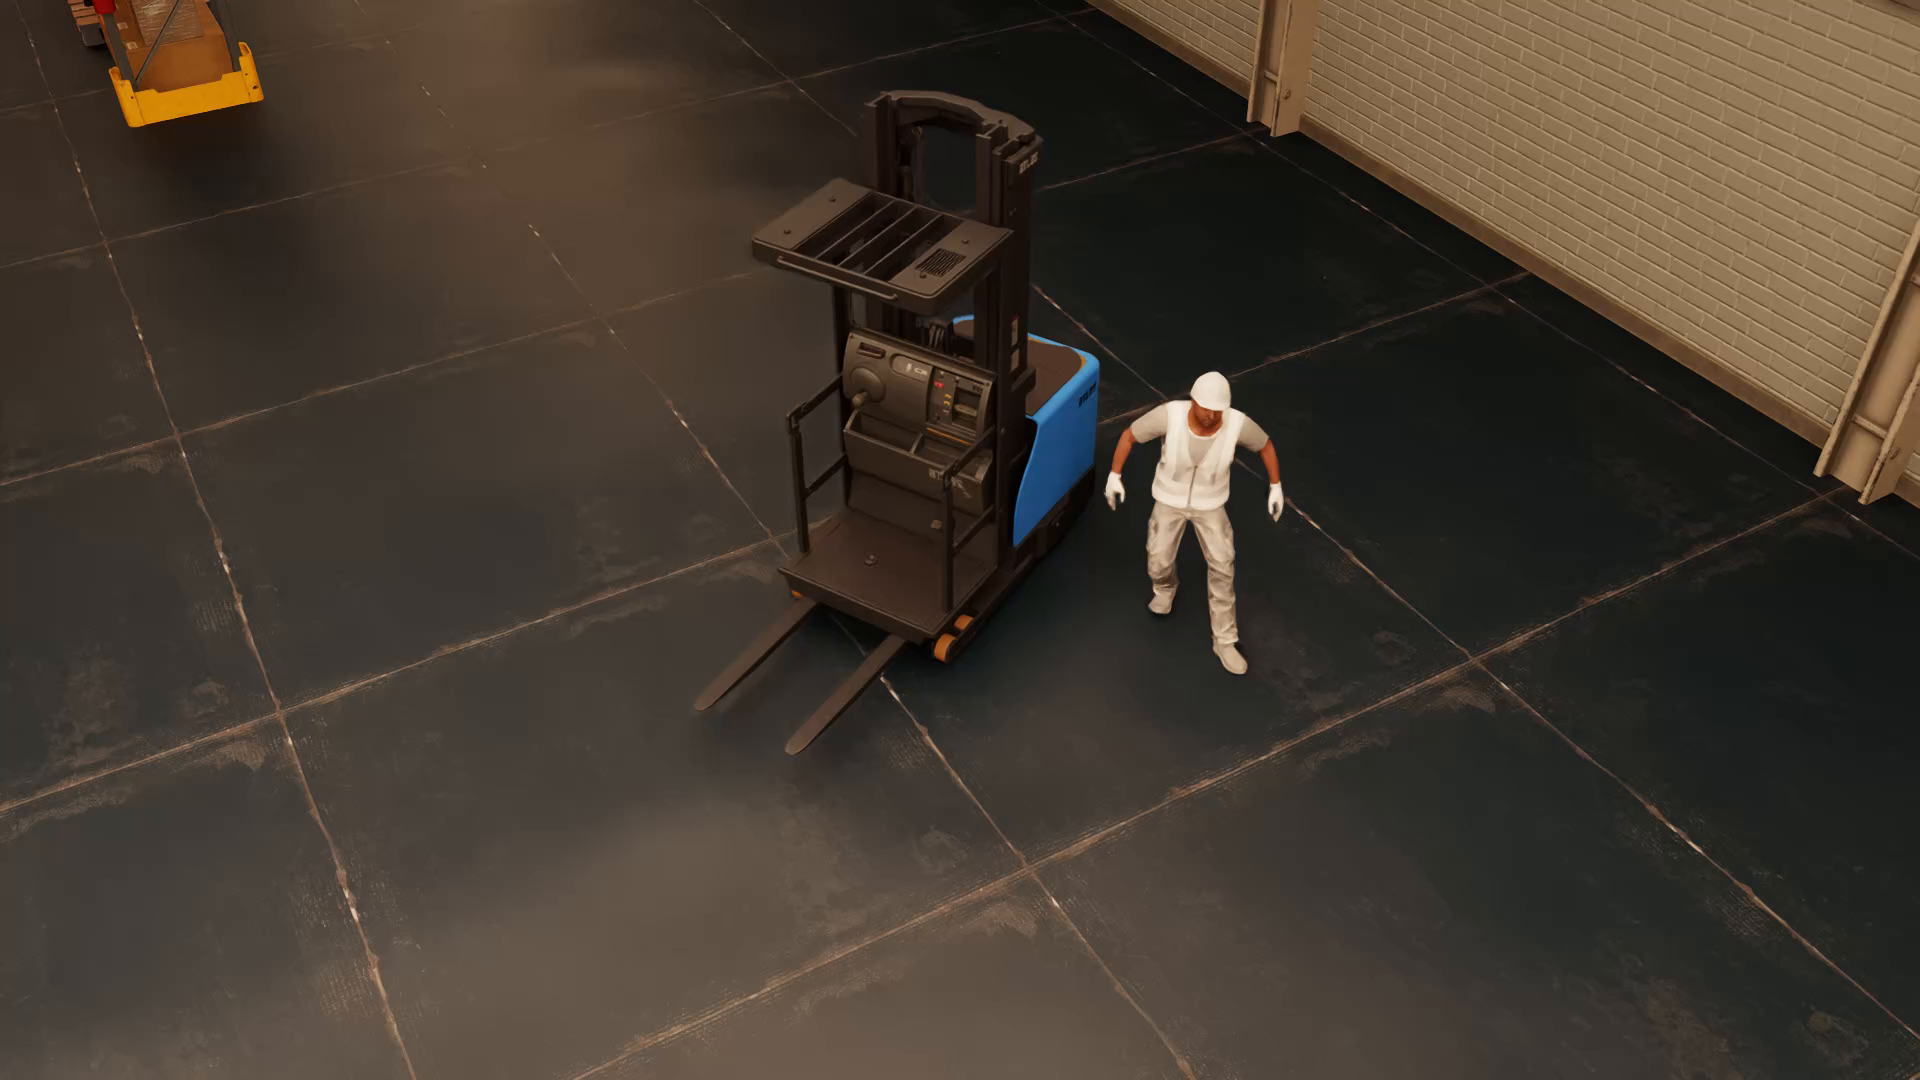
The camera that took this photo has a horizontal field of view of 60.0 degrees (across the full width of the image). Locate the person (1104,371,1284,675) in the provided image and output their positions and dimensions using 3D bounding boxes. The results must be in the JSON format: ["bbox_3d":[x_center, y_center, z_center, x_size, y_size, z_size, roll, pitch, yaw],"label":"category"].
[{"bbox_3d":[1.283,-0.125,9.154,0.993,1.711,0.733,5,40,6],"label":"person"}]

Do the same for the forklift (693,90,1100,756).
[{"bbox_3d":[-0.349,-0.770,8.965,1.130,2.935,3.031,22,44,24],"label":"forklift"}]
